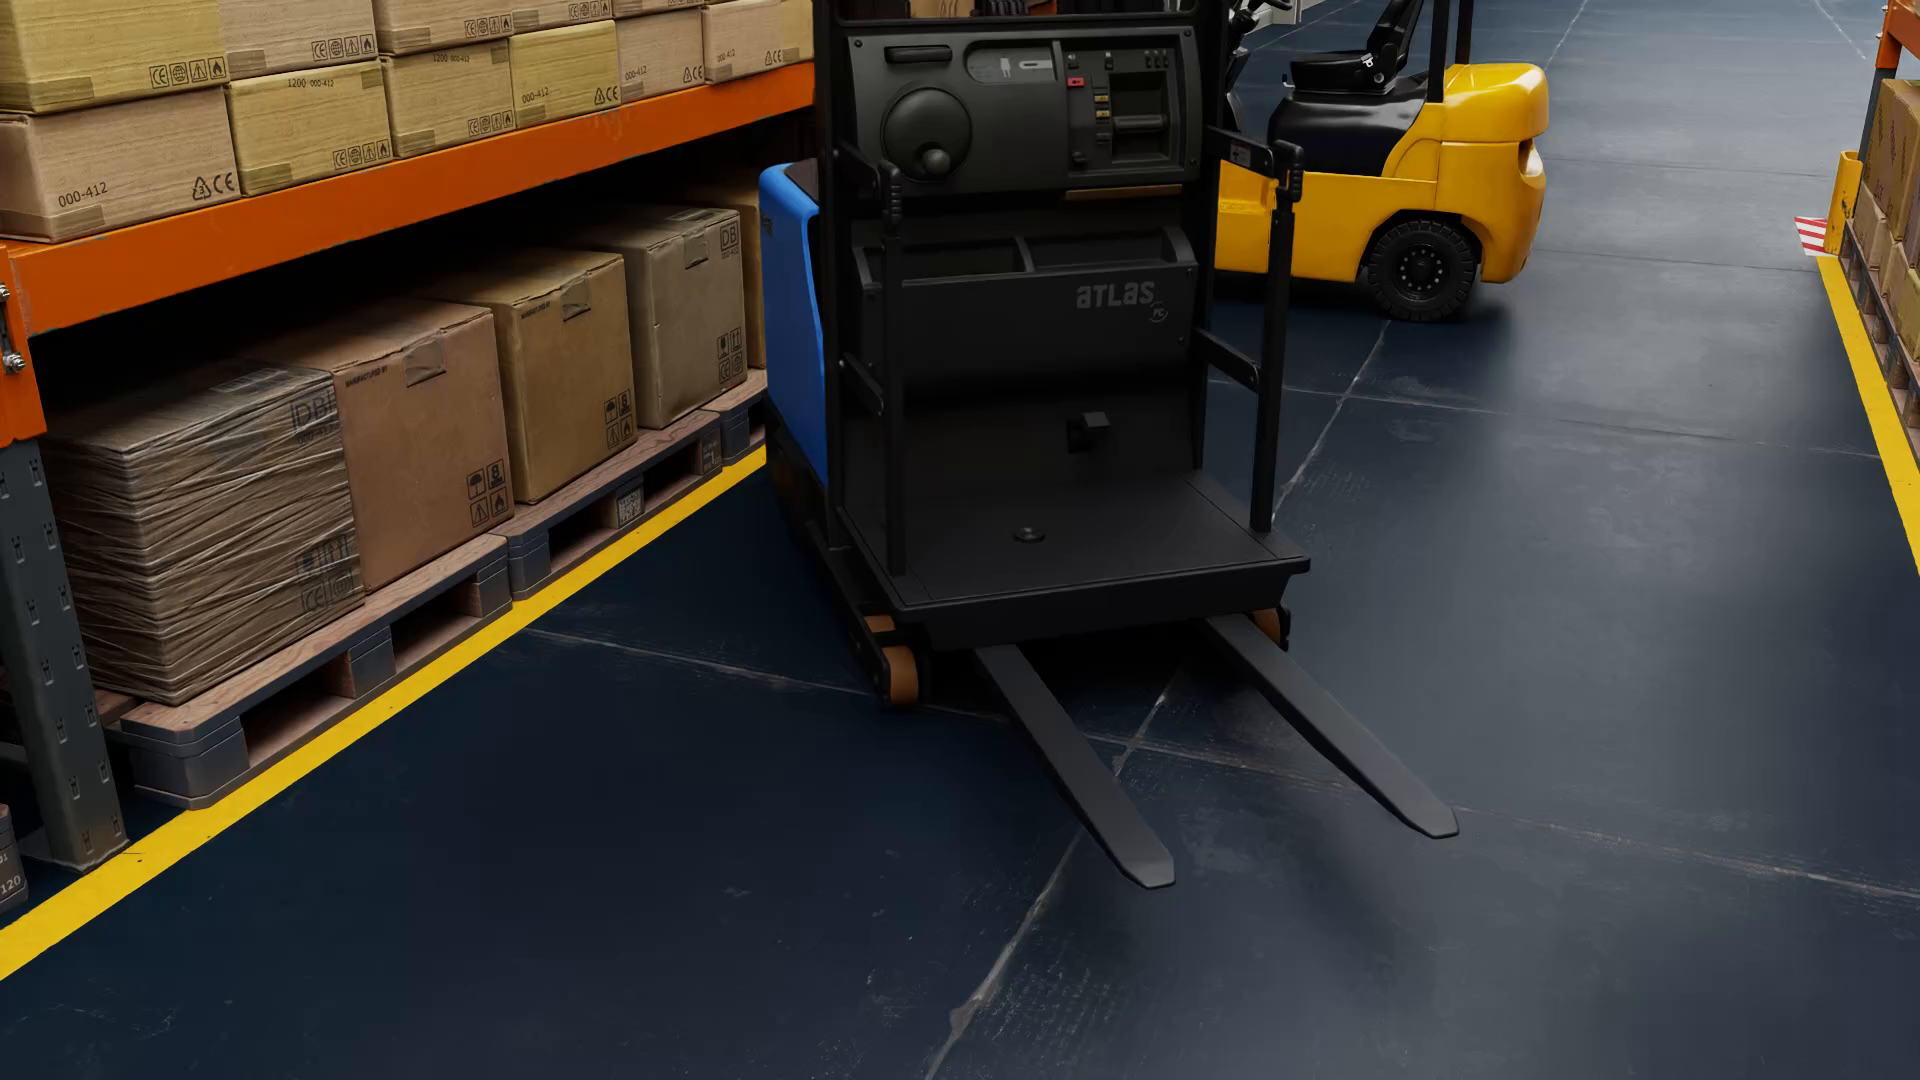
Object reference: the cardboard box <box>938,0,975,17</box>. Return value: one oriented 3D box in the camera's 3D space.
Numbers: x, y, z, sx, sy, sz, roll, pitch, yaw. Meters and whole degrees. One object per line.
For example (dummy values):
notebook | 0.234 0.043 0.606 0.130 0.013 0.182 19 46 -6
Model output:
cardboard box | -0.233 -2.550 7.334 0.500 0.500 0.500 9 24 21

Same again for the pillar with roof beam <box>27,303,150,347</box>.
pillar with roof beam | 1.340 -3.510 1.978 9.100 9.000 0.400 9 24 20

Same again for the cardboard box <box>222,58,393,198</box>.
cardboard box | -1.721 -0.997 3.939 0.500 0.250 0.500 8 24 19

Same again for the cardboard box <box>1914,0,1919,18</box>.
cardboard box | 4.568 -2.448 7.546 0.380 0.149 0.250 9 24 21

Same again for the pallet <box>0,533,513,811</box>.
pallet | -1.962 0.235 4.414 1.003 0.211 1.213 9 24 20

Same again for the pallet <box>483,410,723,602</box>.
pallet | -1.507 -0.200 5.455 1.003 0.211 1.213 9 24 20

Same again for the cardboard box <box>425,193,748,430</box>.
cardboard box | -1.297 -0.827 5.875 0.875 0.625 0.625 9 24 20

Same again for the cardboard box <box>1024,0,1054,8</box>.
cardboard box | 0.161 -2.909 8.192 0.500 0.500 0.500 9 24 20

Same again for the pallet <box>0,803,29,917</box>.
pallet | -2.617 0.786 3.095 1.003 0.211 1.213 9 24 20

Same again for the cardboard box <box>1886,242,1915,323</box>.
cardboard box | 4.143 -1.033 6.854 0.500 0.250 0.500 9 24 21

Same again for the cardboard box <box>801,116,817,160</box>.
cardboard box | -0.347 -1.709 7.174 0.500 0.250 0.500 8 24 19

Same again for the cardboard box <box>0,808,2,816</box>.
cardboard box | -2.262 0.379 3.149 0.500 0.500 0.500 10 24 22

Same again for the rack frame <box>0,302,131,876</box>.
rack frame | -2.304 -0.763 3.184 1.000 3.000 0.127 9 24 20

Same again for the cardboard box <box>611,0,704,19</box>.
cardboard box | -1.143 -1.776 5.156 0.500 0.250 0.500 9 24 21

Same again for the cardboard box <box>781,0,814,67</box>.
cardboard box | -0.763 -1.907 6.119 0.500 0.250 0.500 9 24 21

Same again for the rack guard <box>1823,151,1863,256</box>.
rack guard | 5.249 -1.736 8.756 1.175 0.500 0.348 9 24 20

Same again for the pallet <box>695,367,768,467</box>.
pallet | -1.056 -0.638 6.504 1.003 0.211 1.213 9 24 20

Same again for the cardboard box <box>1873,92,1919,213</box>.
cardboard box | 4.523 -1.742 7.578 0.500 0.500 0.500 8 24 18

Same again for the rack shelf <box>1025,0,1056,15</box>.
rack shelf | -0.075 -2.578 8.463 1.077 0.370 4.000 9 24 20

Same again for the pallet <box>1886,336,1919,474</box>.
pallet | 4.008 -0.444 6.038 1.003 0.211 1.213 9 24 20

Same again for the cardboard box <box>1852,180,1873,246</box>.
cardboard box | 4.721 -1.592 8.193 0.500 0.250 0.500 9 24 20

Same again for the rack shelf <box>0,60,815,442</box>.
rack shelf | -1.561 -1.146 5.036 1.077 0.370 4.000 9 24 20

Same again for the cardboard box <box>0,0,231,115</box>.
cardboard box | -1.889 -1.044 3.405 0.500 0.250 0.500 9 24 20

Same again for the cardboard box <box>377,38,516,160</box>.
cardboard box | -1.536 -1.182 4.382 0.500 0.250 0.500 8 24 18

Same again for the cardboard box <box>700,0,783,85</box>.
cardboard box | -0.944 -1.726 5.686 0.500 0.250 0.500 9 24 20

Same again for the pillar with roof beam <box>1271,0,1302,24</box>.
pillar with roof beam | 8.026 -9.952 17.399 9.100 9.000 0.400 9 24 20

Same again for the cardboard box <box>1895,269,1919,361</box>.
cardboard box | 3.950 -0.852 6.420 0.500 0.250 0.500 8 24 19

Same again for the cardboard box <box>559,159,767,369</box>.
cardboard box | -1.002 -1.104 6.537 0.875 0.625 0.625 10 25 22

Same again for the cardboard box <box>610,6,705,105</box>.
cardboard box | -1.157 -1.553 5.271 0.500 0.250 0.500 9 24 20

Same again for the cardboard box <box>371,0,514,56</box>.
cardboard box | -1.514 -1.412 4.284 0.500 0.250 0.500 8 24 19

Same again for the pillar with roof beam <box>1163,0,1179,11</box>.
pillar with roof beam | 5.798 -7.804 12.259 9.100 9.000 0.400 9 24 20

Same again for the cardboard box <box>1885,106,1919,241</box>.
cardboard box | 4.329 -1.564 7.151 0.500 0.500 0.500 9 24 21

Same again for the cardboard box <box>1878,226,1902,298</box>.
cardboard box | 4.333 -1.214 7.286 0.500 0.250 0.500 11 25 24

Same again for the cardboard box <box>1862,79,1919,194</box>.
cardboard box | 4.713 -1.930 8.027 0.500 0.500 0.500 8 24 18

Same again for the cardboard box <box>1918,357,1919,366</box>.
cardboard box | 3.762 -0.660 5.961 0.500 0.250 0.500 10 25 22

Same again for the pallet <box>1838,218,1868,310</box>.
pallet | 4.915 -1.317 8.128 1.003 0.211 1.213 9 24 20

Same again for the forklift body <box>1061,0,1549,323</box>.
forklift body | 1.657 -2.294 7.952 2.313 2.155 1.214 9 24 20

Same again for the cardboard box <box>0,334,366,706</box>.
cardboard box | -2.060 -0.082 4.091 0.875 0.625 0.625 10 25 22

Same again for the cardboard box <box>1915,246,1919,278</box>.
cardboard box | 3.949 -1.188 6.253 0.500 0.500 0.500 9 24 21

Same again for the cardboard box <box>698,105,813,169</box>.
cardboard box | -0.815 -1.784 7.355 0.500 0.250 0.500 9 24 21

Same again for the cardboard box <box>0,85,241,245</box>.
cardboard box | -1.912 -0.817 3.509 0.500 0.250 0.500 9 24 20

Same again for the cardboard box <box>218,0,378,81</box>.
cardboard box | -1.725 -1.227 3.842 0.500 0.250 0.500 10 25 22

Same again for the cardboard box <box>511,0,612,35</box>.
cardboard box | -1.348 -1.598 4.730 0.500 0.250 0.500 9 24 21

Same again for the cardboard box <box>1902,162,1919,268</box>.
cardboard box | 4.138 -1.371 6.690 0.500 0.500 0.500 10 25 23

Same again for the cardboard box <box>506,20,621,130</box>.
cardboard box | -1.342 -1.367 4.826 0.500 0.250 0.500 10 25 22

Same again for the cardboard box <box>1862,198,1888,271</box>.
cardboard box | 4.524 -1.411 7.758 0.500 0.250 0.500 10 25 22

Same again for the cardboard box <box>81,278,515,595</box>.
cardboard box | -1.824 -0.317 4.653 0.875 0.625 0.625 10 25 22

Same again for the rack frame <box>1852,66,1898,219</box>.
rack frame | 5.277 -2.916 8.340 1.000 3.000 0.127 9 24 20

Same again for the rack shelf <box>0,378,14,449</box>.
rack shelf | -3.047 0.285 1.609 1.077 0.370 4.000 9 24 20

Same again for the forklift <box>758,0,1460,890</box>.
forklift | 0.240 -1.091 4.059 1.130 2.935 3.031 -7 24 -15

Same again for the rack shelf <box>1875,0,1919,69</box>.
rack shelf | 4.534 -1.869 6.765 1.077 0.370 4.000 9 24 20

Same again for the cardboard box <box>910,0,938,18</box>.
cardboard box | -0.411 -2.362 6.882 0.500 0.500 0.500 8 24 19

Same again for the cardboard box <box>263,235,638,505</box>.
cardboard box | -1.575 -0.558 5.230 0.875 0.625 0.625 8 24 18

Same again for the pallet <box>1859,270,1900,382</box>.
pallet | 4.460 -0.882 7.087 1.003 0.211 1.213 9 24 20

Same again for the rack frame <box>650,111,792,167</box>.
rack frame | -0.818 -2.194 6.611 1.000 3.000 0.127 9 24 20

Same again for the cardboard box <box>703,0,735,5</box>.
cardboard box | -0.948 -1.958 5.592 0.500 0.250 0.500 8 24 19
